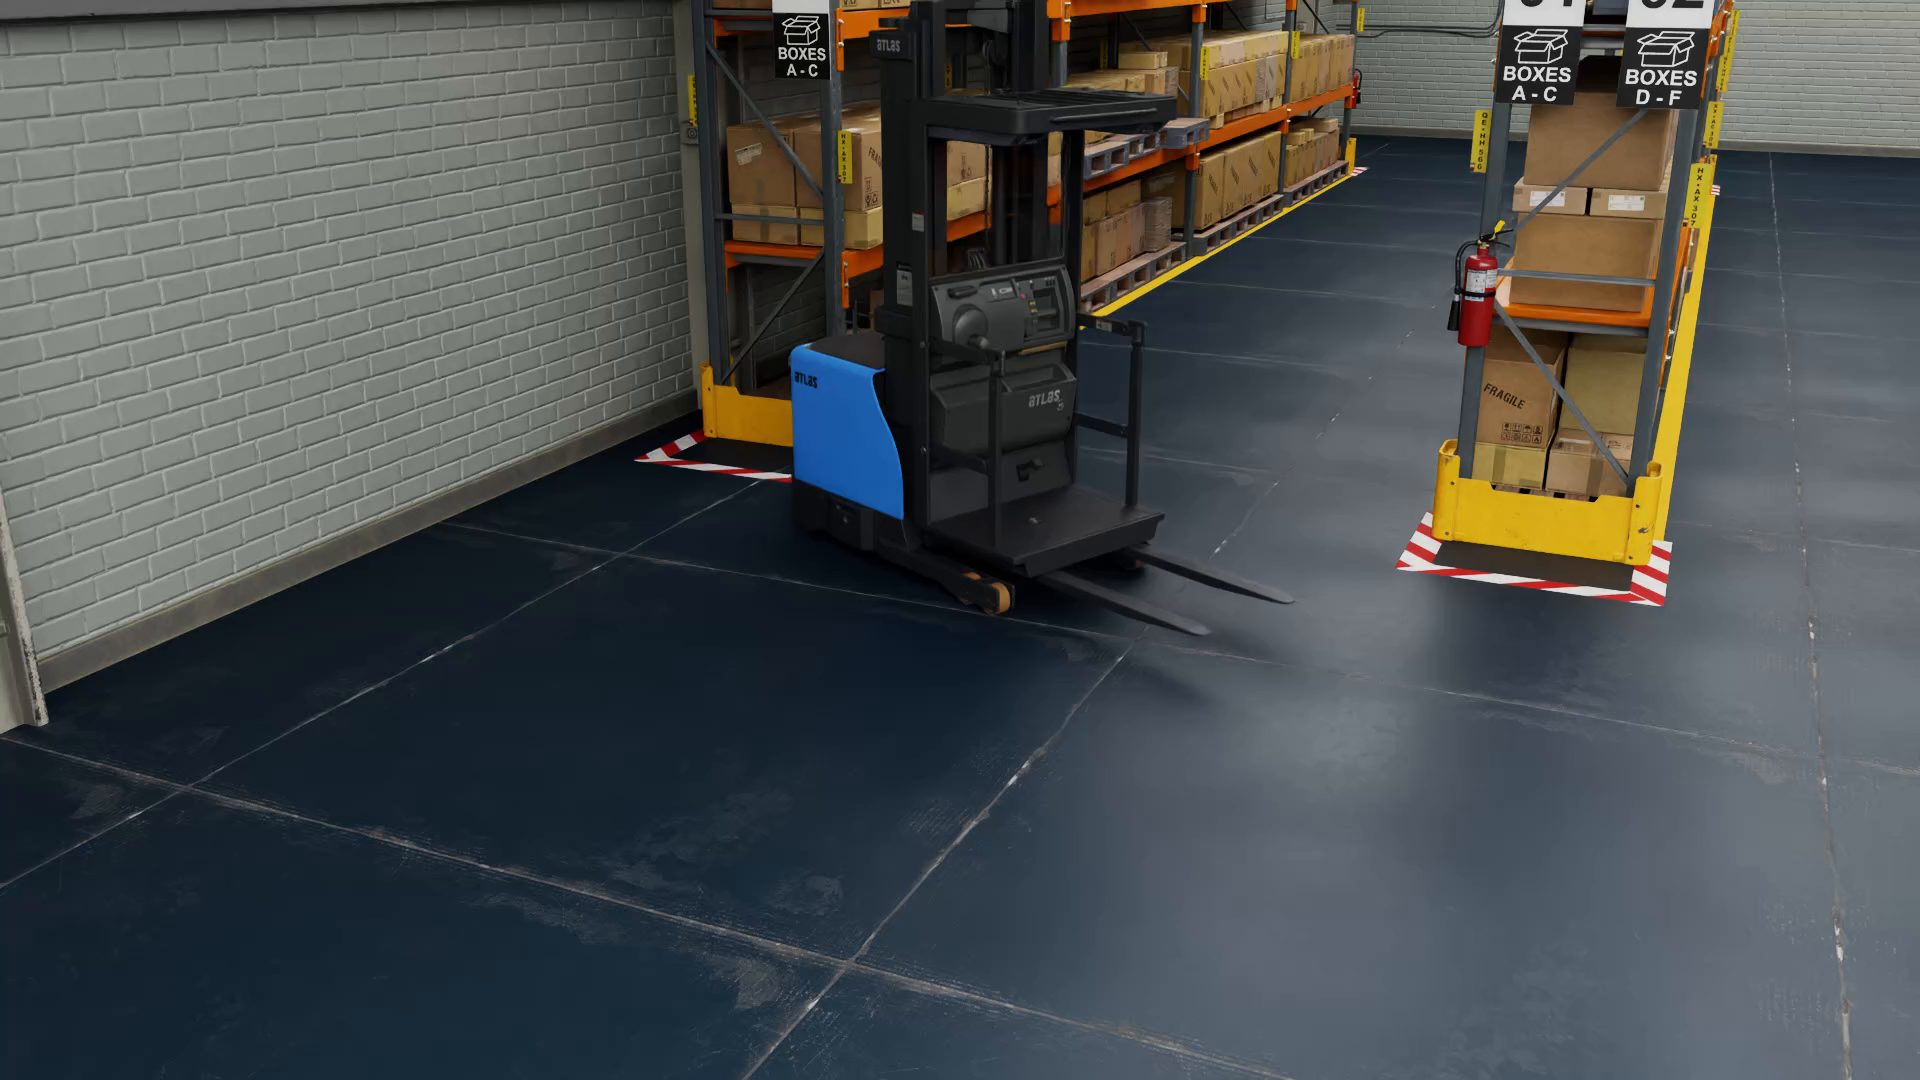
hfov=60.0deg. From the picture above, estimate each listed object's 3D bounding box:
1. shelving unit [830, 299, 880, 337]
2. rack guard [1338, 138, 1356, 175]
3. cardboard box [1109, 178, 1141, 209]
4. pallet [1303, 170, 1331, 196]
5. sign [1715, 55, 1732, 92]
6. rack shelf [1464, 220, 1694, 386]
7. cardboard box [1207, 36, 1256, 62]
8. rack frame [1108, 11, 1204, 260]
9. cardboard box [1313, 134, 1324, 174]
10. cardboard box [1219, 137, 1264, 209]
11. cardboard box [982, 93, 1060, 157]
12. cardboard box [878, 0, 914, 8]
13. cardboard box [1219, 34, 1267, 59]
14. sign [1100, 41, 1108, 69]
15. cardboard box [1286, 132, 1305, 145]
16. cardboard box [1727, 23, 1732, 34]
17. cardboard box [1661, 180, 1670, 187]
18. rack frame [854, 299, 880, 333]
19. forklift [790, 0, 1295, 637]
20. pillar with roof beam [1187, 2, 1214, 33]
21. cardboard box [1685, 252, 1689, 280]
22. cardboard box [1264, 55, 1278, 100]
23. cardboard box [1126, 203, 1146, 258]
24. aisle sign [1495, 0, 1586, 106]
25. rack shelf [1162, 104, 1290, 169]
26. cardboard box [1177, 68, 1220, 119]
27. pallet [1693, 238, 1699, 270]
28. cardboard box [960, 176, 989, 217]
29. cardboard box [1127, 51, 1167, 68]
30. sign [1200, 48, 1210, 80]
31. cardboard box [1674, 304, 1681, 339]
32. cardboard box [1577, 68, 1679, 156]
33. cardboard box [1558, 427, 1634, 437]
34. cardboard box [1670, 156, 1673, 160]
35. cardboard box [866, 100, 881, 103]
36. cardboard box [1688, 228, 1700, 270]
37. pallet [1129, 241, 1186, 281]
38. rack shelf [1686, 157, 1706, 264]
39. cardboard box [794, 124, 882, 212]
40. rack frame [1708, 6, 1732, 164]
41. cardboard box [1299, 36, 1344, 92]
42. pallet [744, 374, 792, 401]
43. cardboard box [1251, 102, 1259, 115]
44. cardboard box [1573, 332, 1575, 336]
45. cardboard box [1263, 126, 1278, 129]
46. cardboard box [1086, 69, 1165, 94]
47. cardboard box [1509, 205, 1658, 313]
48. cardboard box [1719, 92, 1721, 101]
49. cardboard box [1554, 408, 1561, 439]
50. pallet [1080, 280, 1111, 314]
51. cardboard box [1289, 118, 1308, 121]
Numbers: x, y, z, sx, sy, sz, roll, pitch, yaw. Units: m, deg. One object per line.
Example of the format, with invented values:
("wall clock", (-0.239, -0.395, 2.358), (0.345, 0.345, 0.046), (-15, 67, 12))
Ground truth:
("shelving unit", (-0.619, -0.826, 10.000), (0.189, 1.200, 0.258), (-16, 25, -38))
("rack guard", (5.337, -5.805, 25.046), (1.175, 0.500, 0.348), (9, 21, 23))
("cardboard box", (1.513, -3.520, 16.845), (0.500, 0.250, 0.500), (9, 21, 24))
("pallet", (4.570, -5.035, 23.312), (1.003, 0.211, 1.213), (9, 21, 23))
("sign", (7.079, -4.322, 15.417), (0.100, 0.325, 0.005), (9, 21, 23))
("rack shelf", (4.115, -1.678, 10.785), (1.077, 0.370, 4.000), (9, 21, 23))
("cardboard box", (3.096, -5.658, 19.160), (0.500, 0.250, 0.500), (8, 21, 22))
("rack frame", (2.051, -4.530, 17.730), (1.000, 3.000, 0.127), (9, 21, 23))
("cardboard box", (4.721, -5.461, 23.452), (0.700, 0.500, 0.500), (8, 21, 21))
("cardboard box", (3.180, -4.449, 20.084), (0.750, 0.750, 0.750), (9, 22, 24))
("cardboard box", (0.501, -3.412, 13.662), (0.500, 0.500, 0.500), (8, 21, 23))
("cardboard box", (-0.608, -3.782, 10.970), (0.500, 0.500, 0.500), (10, 22, 26))
("cardboard box", (3.304, -5.814, 19.599), (0.500, 0.250, 0.500), (9, 21, 24))
("sign", (1.543, -5.151, 17.748), (0.100, 0.325, 0.005), (9, 21, 23))
("cardboard box", (4.395, -5.373, 22.236), (0.380, 0.149, 0.250), (9, 22, 25))
("cardboard box", (9.292, -6.171, 20.702), (0.500, 0.500, 0.500), (9, 22, 24))
("cardboard box", (3.758, -1.930, 9.302), (0.380, 0.149, 0.250), (8, 21, 21))
("rack frame", (-0.550, -0.846, 10.056), (0.006, 1.200, 0.240), (-16, 25, -38))
("forklift", (0.372, -1.191, 8.445), (1.130, 2.935, 3.031), (-16, 25, -38))
("pillar with roof beam", (7.114, -8.321, 19.438), (9.100, 9.000, 0.400), (9, 21, 23))
("cardboard box", (5.959, -2.358, 14.261), (0.500, 0.311, 0.500), (9, 22, 24))
("cardboard box", (3.530, -5.617, 20.162), (0.500, 0.500, 0.500), (9, 21, 23))
("cardboard box", (1.487, -3.191, 17.038), (0.700, 0.500, 0.500), (9, 21, 23))
("aisle sign", (3.001, -2.651, 8.567), (0.394, 0.787, 0.004), (9, 21, 23))
("rack shelf", (2.870, -4.803, 19.570), (1.077, 0.370, 4.000), (9, 21, 23))
("cardboard box", (2.483, -4.840, 17.979), (0.500, 0.500, 0.500), (9, 22, 24))
("pallet", (7.413, -3.132, 17.962), (1.003, 0.211, 1.213), (9, 21, 23))
("cardboard box", (-0.113, -2.599, 12.493), (0.500, 0.250, 0.500), (9, 21, 23))
("cardboard box", (1.937, -4.981, 17.223), (0.380, 0.149, 0.250), (6, 20, 16))
("sign", (2.550, -4.967, 17.348), (0.100, 0.325, 0.005), (9, 21, 23))
("cardboard box", (5.535, -1.776, 13.464), (0.500, 0.250, 0.500), (9, 22, 24))
("cardboard box", (4.141, -2.690, 10.472), (0.700, 0.500, 0.500), (9, 21, 23))
("cardboard box", (3.920, -0.595, 10.142), (0.500, 0.250, 0.500), (9, 21, 23))
("cardboard box", (4.283, -2.319, 10.395), (0.380, 0.149, 0.250), (9, 21, 23))
("cardboard box", (-0.395, -3.175, 12.995), (0.500, 0.500, 0.500), (9, 22, 24))
("cardboard box", (7.019, -2.981, 16.448), (0.500, 0.500, 0.500), (10, 22, 25))
("pallet", (1.729, -2.978, 17.526), (1.003, 0.211, 1.213), (9, 21, 23))
("rack shelf", (5.753, -2.901, 14.224), (1.077, 0.370, 4.000), (9, 21, 23))
("cardboard box", (-0.755, -2.481, 11.044), (0.500, 0.500, 0.500), (9, 21, 23))
("rack frame", (9.848, -6.297, 22.699), (1.000, 3.000, 0.127), (9, 21, 23))
("cardboard box", (4.839, -6.736, 23.485), (0.980, 0.700, 0.700), (8, 21, 22))
("pallet", (-0.829, -1.037, 12.071), (1.003, 0.211, 1.213), (9, 21, 23))
("cardboard box", (3.364, -5.194, 19.942), (0.380, 0.149, 0.250), (9, 21, 23))
("cardboard box", (4.114, -1.103, 10.451), (0.500, 0.500, 0.500), (9, 21, 23))
("cardboard box", (4.274, -5.595, 22.861), (0.380, 0.149, 0.250), (9, 21, 23))
("cardboard box", (1.663, -4.465, 16.741), (0.700, 0.500, 0.500), (6, 21, 18))
("cardboard box", (3.499, -1.594, 9.325), (0.700, 0.500, 0.500), (9, 21, 23))
("cardboard box", (9.494, -5.859, 21.318), (0.500, 0.500, 0.500), (9, 21, 23))
("cardboard box", (3.440, -0.667, 10.345), (0.500, 0.250, 0.500), (9, 21, 23))
("pallet", (0.730, -2.232, 15.429), (1.003, 0.211, 1.213), (9, 21, 23))
("cardboard box", (4.793, -5.984, 23.955), (0.380, 0.149, 0.250), (9, 21, 23))
